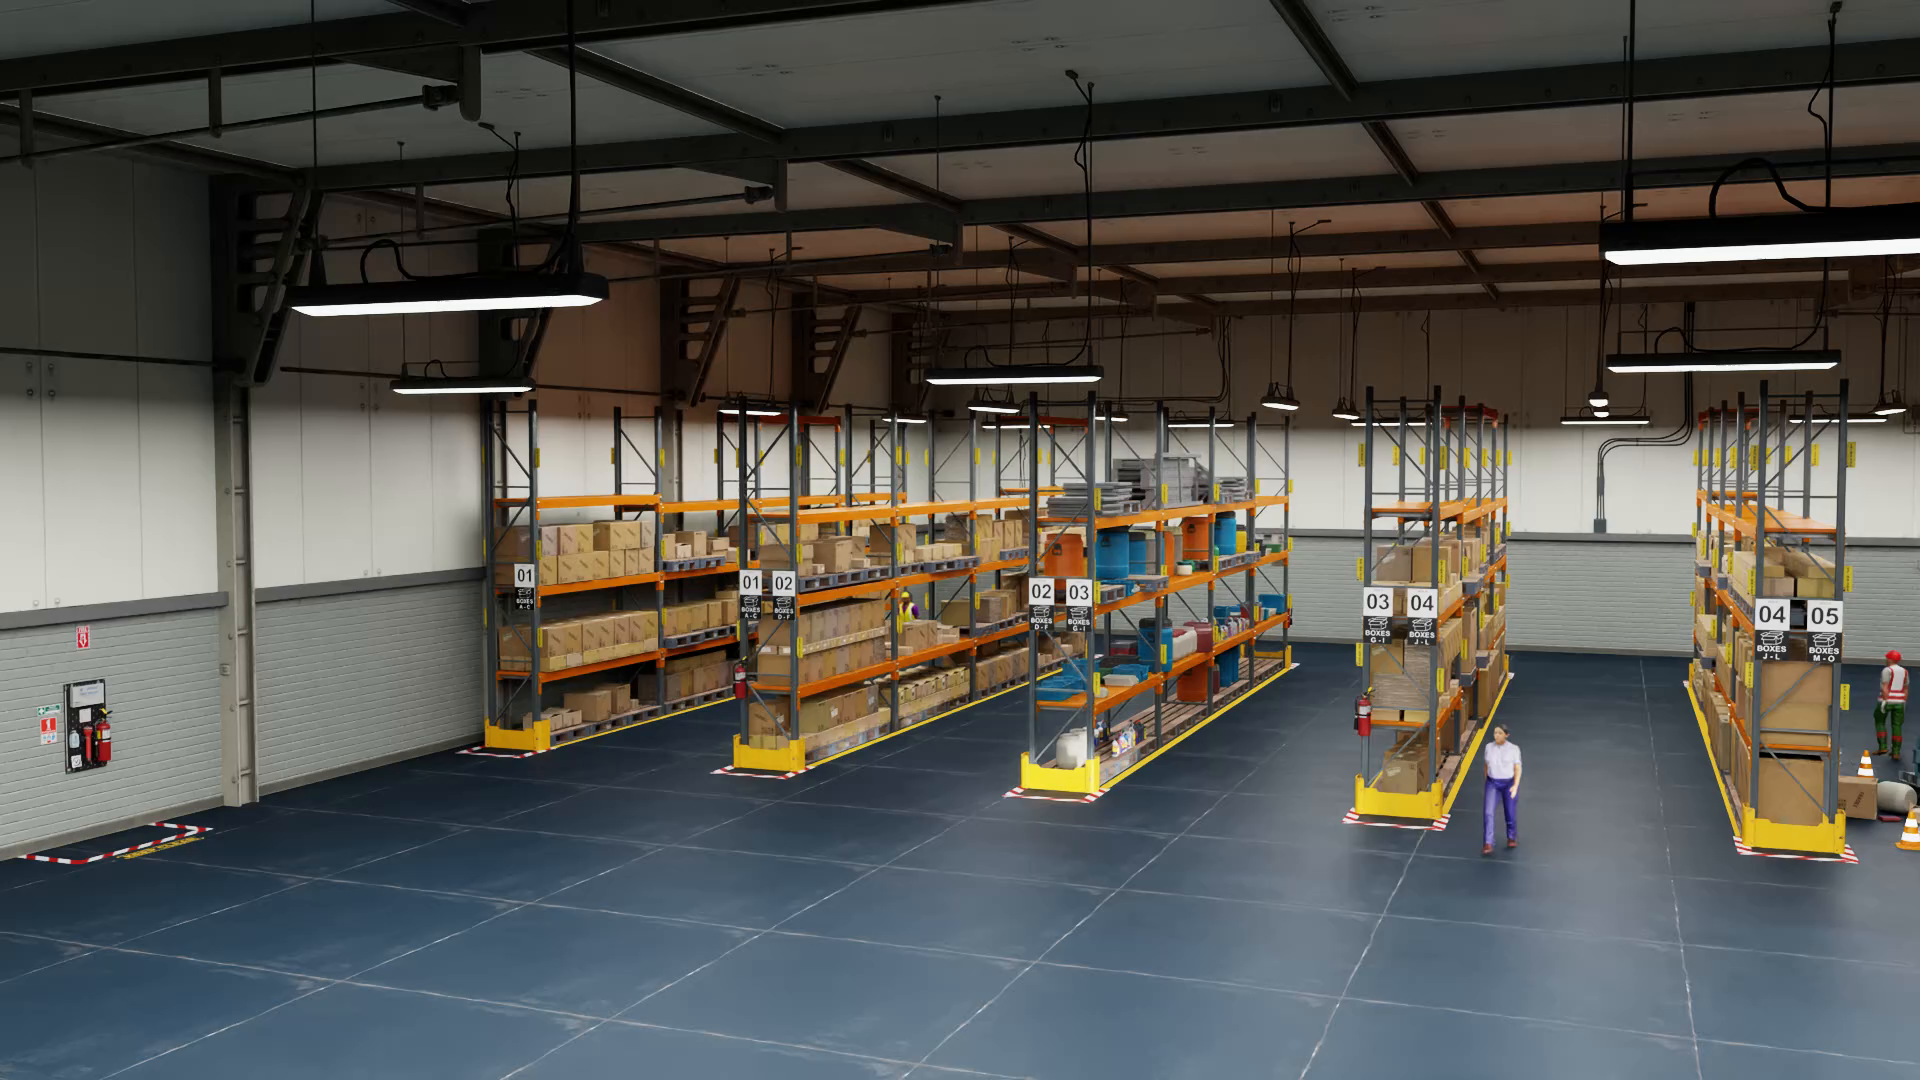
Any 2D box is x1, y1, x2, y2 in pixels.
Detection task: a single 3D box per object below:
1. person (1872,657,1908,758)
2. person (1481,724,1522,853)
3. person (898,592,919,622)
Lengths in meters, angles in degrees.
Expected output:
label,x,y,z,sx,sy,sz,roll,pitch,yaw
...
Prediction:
label,x,y,z,sx,sy,sz,roll,pitch,yaw
person,15.587,2.774,27.756,0.502,1.759,0.542,1,3,13
person,6.872,3.144,21.119,0.501,1.581,0.949,2,3,30
person,-1.280,2.130,40.709,0.573,1.725,0.932,1,3,18
